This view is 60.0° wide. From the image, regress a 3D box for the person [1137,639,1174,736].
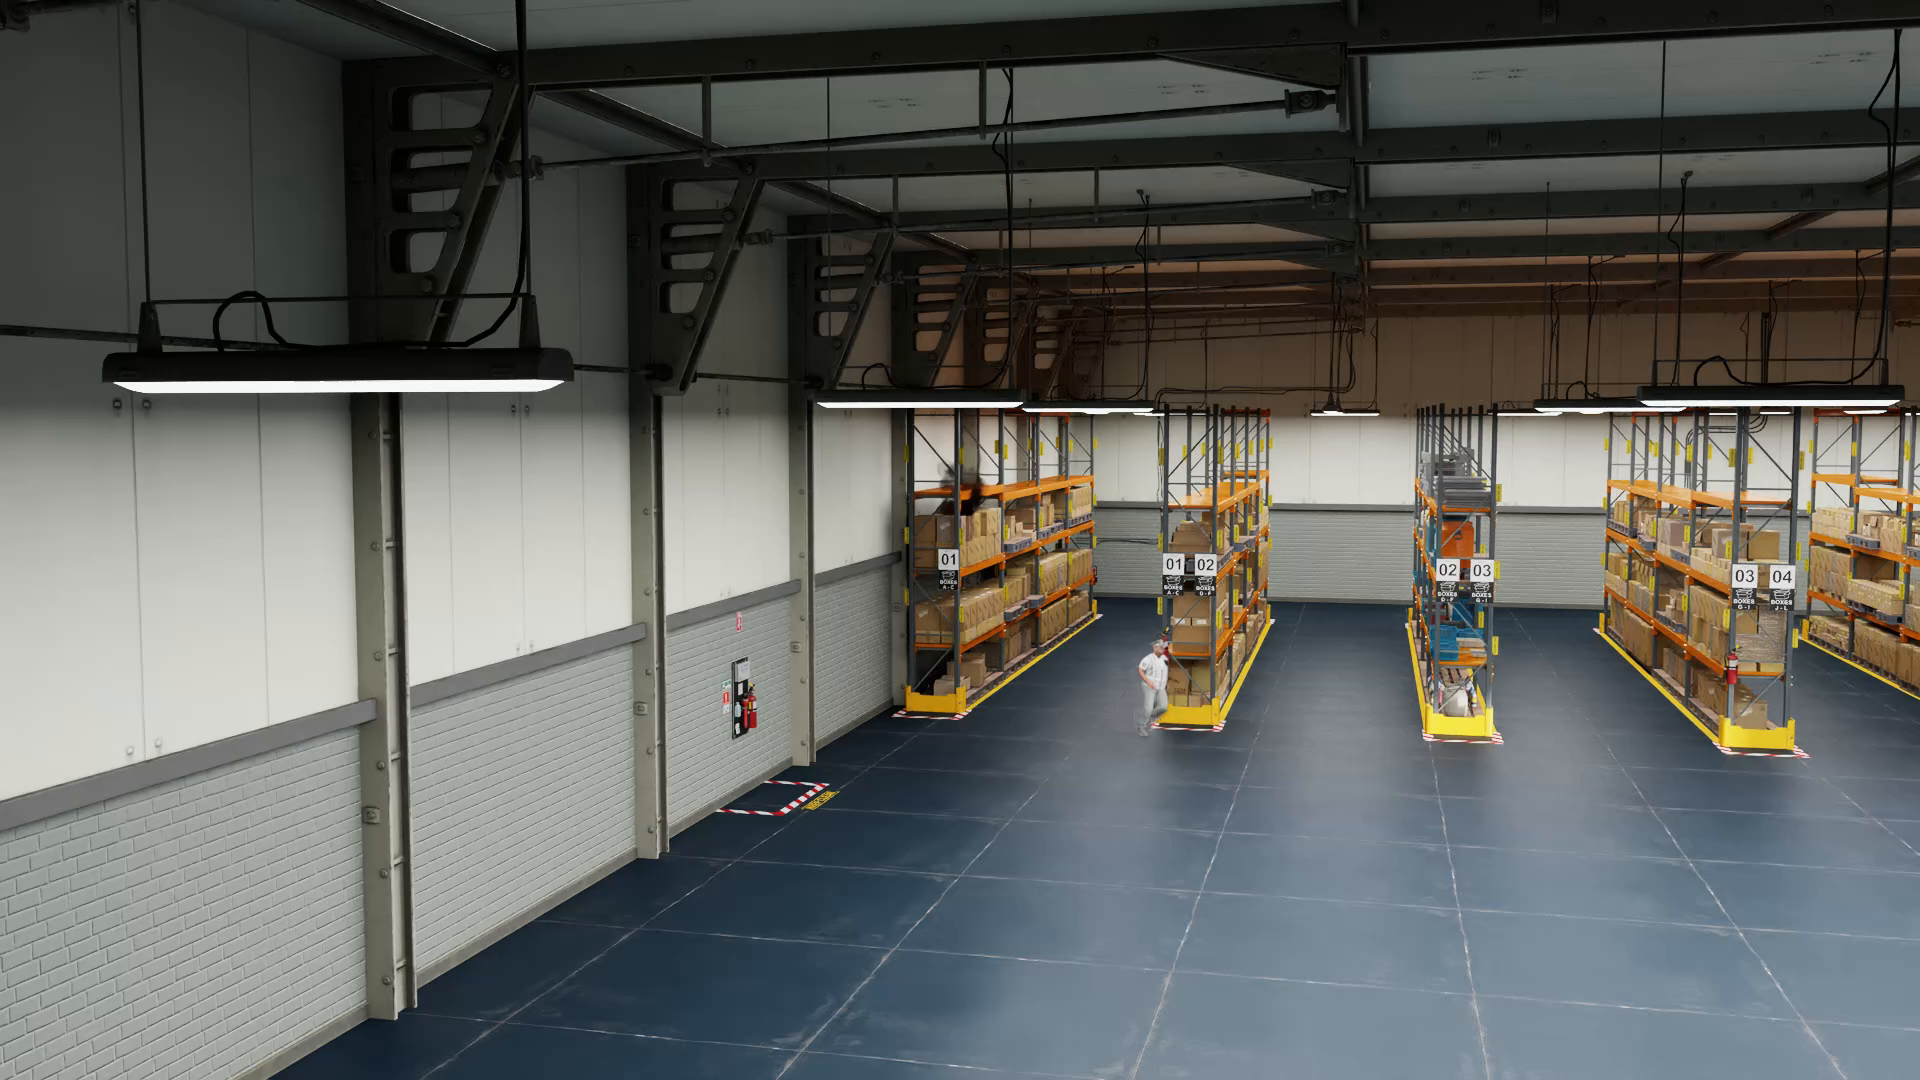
[{"bbox_3d":[3.620,2.668,30.168,0.723,1.758,0.628,-3,5,-31],"label":"person"}]
